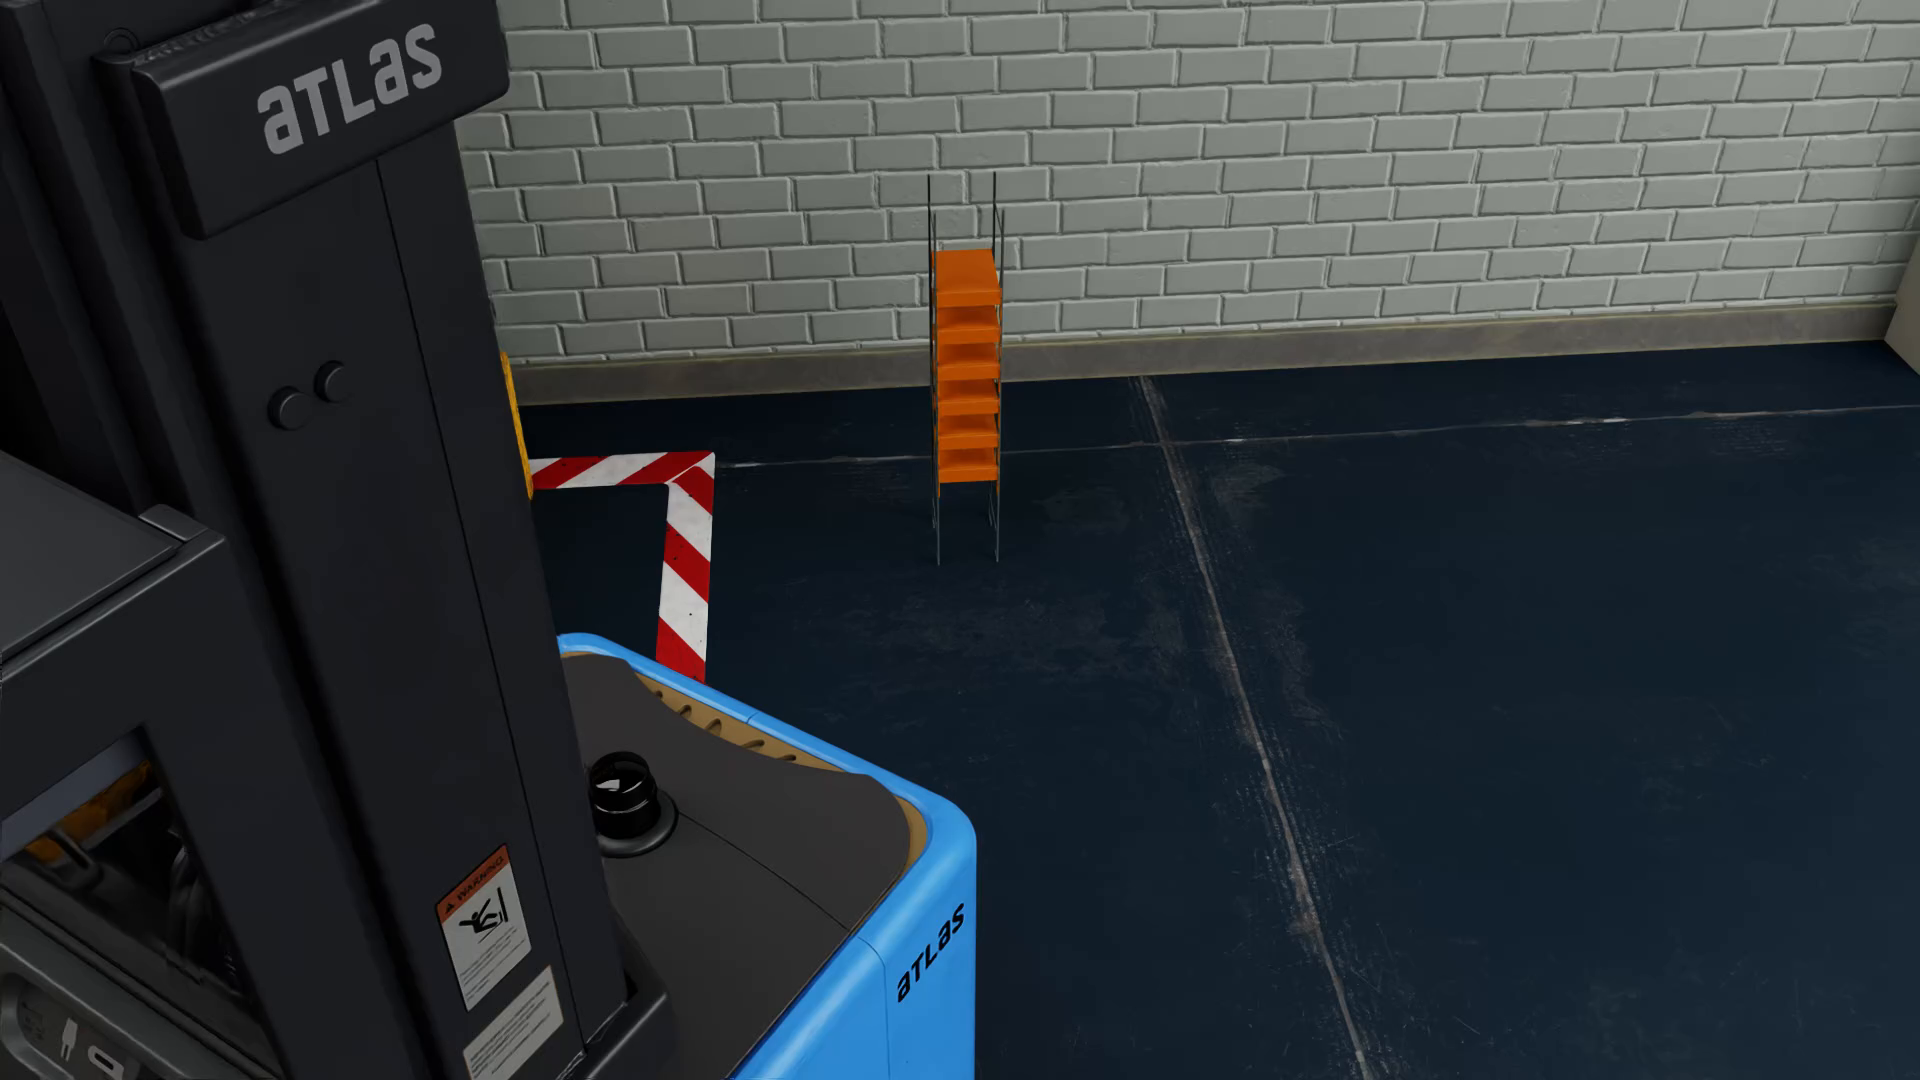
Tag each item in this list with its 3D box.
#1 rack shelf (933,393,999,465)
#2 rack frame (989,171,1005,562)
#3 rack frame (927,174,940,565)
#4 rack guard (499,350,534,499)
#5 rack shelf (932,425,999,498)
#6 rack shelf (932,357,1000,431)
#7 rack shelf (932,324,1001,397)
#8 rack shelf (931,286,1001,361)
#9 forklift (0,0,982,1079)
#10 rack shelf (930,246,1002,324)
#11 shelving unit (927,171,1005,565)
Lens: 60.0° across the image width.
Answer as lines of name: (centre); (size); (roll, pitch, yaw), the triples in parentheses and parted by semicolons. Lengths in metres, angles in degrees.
rack shelf: (0.014, -0.343, 4.981); (0.180, 0.103, 0.258); (-3, 38, -4)
rack frame: (0.106, -0.477, 4.886); (0.006, 1.200, 0.240); (-3, 38, -4)
rack frame: (-0.077, -0.467, 4.873); (0.006, 1.200, 0.240); (-3, 38, -4)
rack guard: (-1.527, -0.036, 4.892); (0.348, 0.500, 1.175); (-3, 38, -4)
rack shelf: (0.014, -0.249, 5.056); (0.180, 0.103, 0.258); (-3, 38, -4)
rack shelf: (0.014, -0.437, 4.907); (0.180, 0.103, 0.258); (-3, 38, -4)
rack shelf: (0.014, -0.531, 4.833); (0.180, 0.103, 0.258); (-3, 38, -4)
rack shelf: (0.014, -0.625, 4.758); (0.180, 0.103, 0.258); (-3, 38, -4)
forklift: (-1.167, 0.783, 1.891); (1.130, 2.935, 3.031); (21, 43, 25)
rack shelf: (0.014, -0.720, 4.684); (0.180, 0.103, 0.258); (-3, 38, -4)
shelving unit: (0.014, -0.472, 4.879); (0.189, 1.200, 0.258); (-3, 38, -4)
